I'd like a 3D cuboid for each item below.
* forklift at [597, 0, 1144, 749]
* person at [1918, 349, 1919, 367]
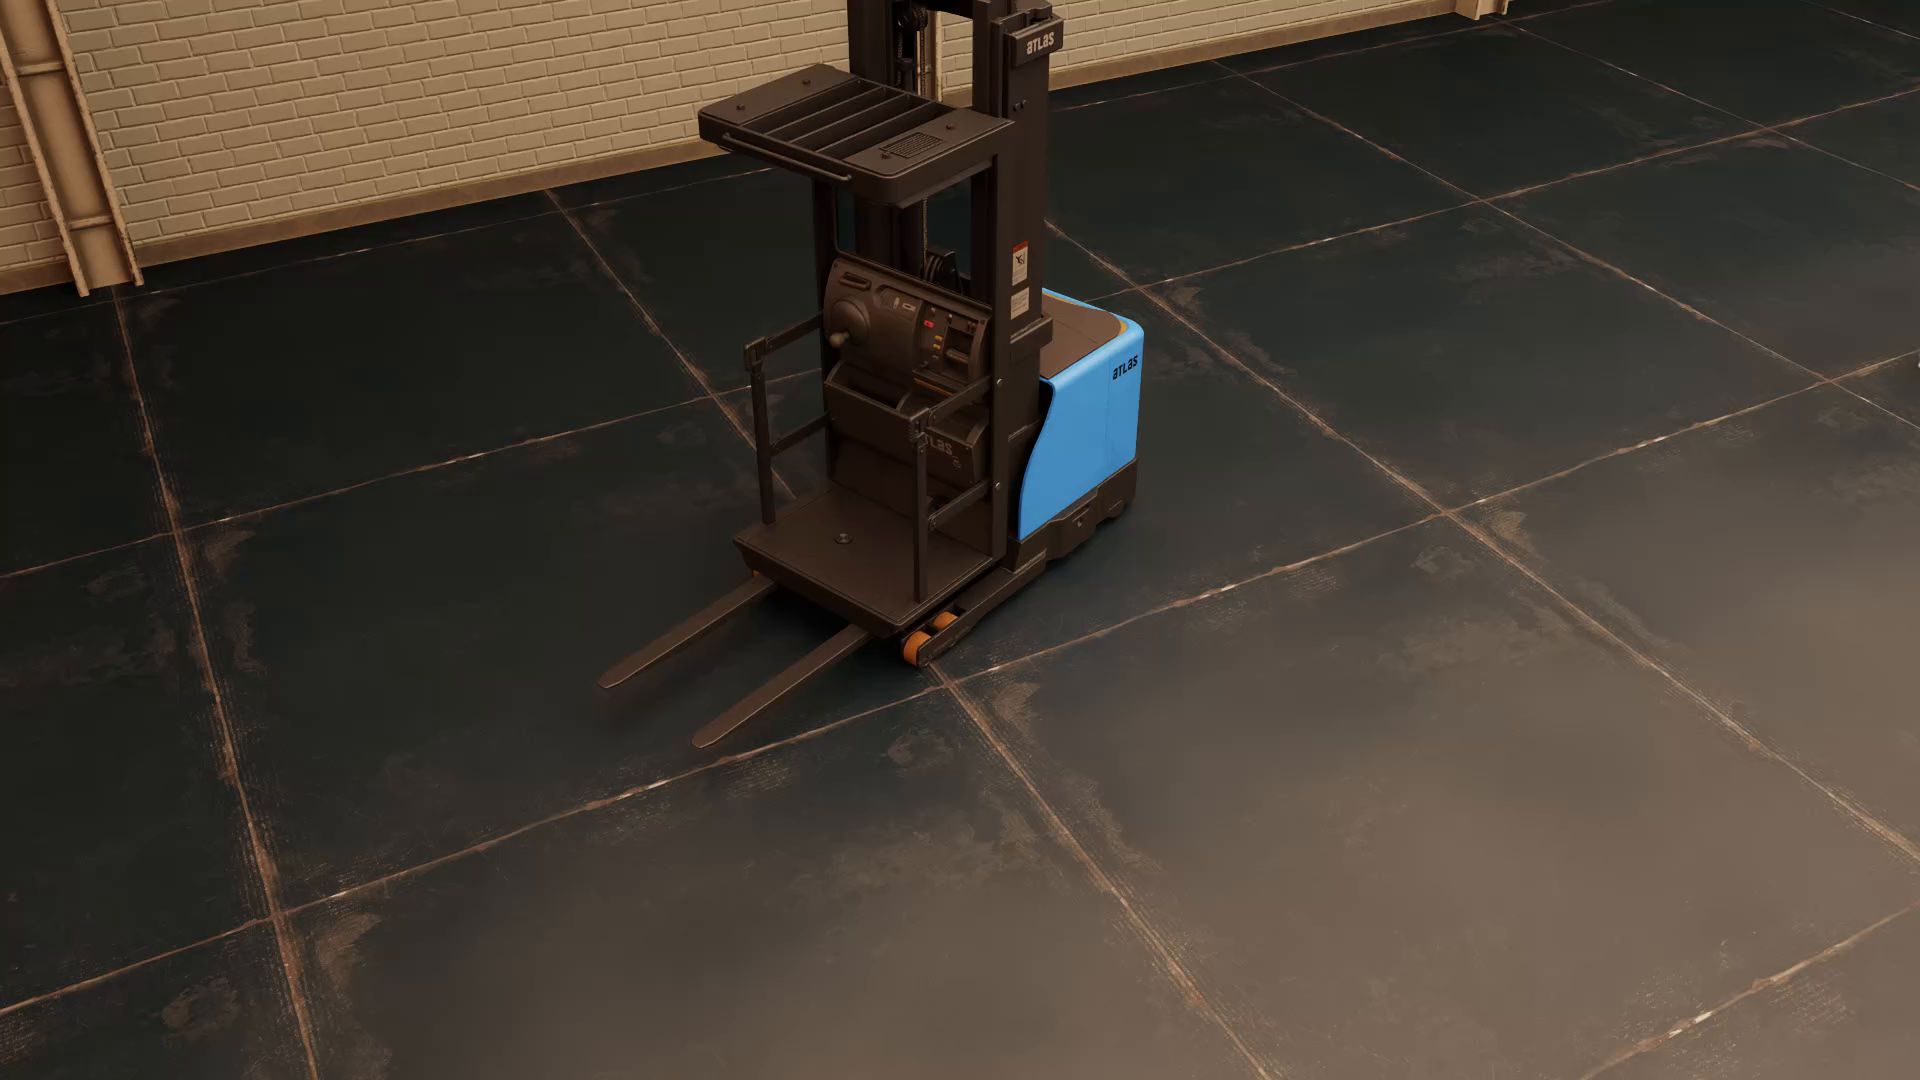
[{"bbox_3d":[-0.390,-0.927,7.434,1.130,2.935,3.031,26,43,31],"label":"forklift"},{"bbox_3d":[5.956,-1.695,9.663,0.474,1.598,0.519,-8,36,-12],"label":"person"}]
